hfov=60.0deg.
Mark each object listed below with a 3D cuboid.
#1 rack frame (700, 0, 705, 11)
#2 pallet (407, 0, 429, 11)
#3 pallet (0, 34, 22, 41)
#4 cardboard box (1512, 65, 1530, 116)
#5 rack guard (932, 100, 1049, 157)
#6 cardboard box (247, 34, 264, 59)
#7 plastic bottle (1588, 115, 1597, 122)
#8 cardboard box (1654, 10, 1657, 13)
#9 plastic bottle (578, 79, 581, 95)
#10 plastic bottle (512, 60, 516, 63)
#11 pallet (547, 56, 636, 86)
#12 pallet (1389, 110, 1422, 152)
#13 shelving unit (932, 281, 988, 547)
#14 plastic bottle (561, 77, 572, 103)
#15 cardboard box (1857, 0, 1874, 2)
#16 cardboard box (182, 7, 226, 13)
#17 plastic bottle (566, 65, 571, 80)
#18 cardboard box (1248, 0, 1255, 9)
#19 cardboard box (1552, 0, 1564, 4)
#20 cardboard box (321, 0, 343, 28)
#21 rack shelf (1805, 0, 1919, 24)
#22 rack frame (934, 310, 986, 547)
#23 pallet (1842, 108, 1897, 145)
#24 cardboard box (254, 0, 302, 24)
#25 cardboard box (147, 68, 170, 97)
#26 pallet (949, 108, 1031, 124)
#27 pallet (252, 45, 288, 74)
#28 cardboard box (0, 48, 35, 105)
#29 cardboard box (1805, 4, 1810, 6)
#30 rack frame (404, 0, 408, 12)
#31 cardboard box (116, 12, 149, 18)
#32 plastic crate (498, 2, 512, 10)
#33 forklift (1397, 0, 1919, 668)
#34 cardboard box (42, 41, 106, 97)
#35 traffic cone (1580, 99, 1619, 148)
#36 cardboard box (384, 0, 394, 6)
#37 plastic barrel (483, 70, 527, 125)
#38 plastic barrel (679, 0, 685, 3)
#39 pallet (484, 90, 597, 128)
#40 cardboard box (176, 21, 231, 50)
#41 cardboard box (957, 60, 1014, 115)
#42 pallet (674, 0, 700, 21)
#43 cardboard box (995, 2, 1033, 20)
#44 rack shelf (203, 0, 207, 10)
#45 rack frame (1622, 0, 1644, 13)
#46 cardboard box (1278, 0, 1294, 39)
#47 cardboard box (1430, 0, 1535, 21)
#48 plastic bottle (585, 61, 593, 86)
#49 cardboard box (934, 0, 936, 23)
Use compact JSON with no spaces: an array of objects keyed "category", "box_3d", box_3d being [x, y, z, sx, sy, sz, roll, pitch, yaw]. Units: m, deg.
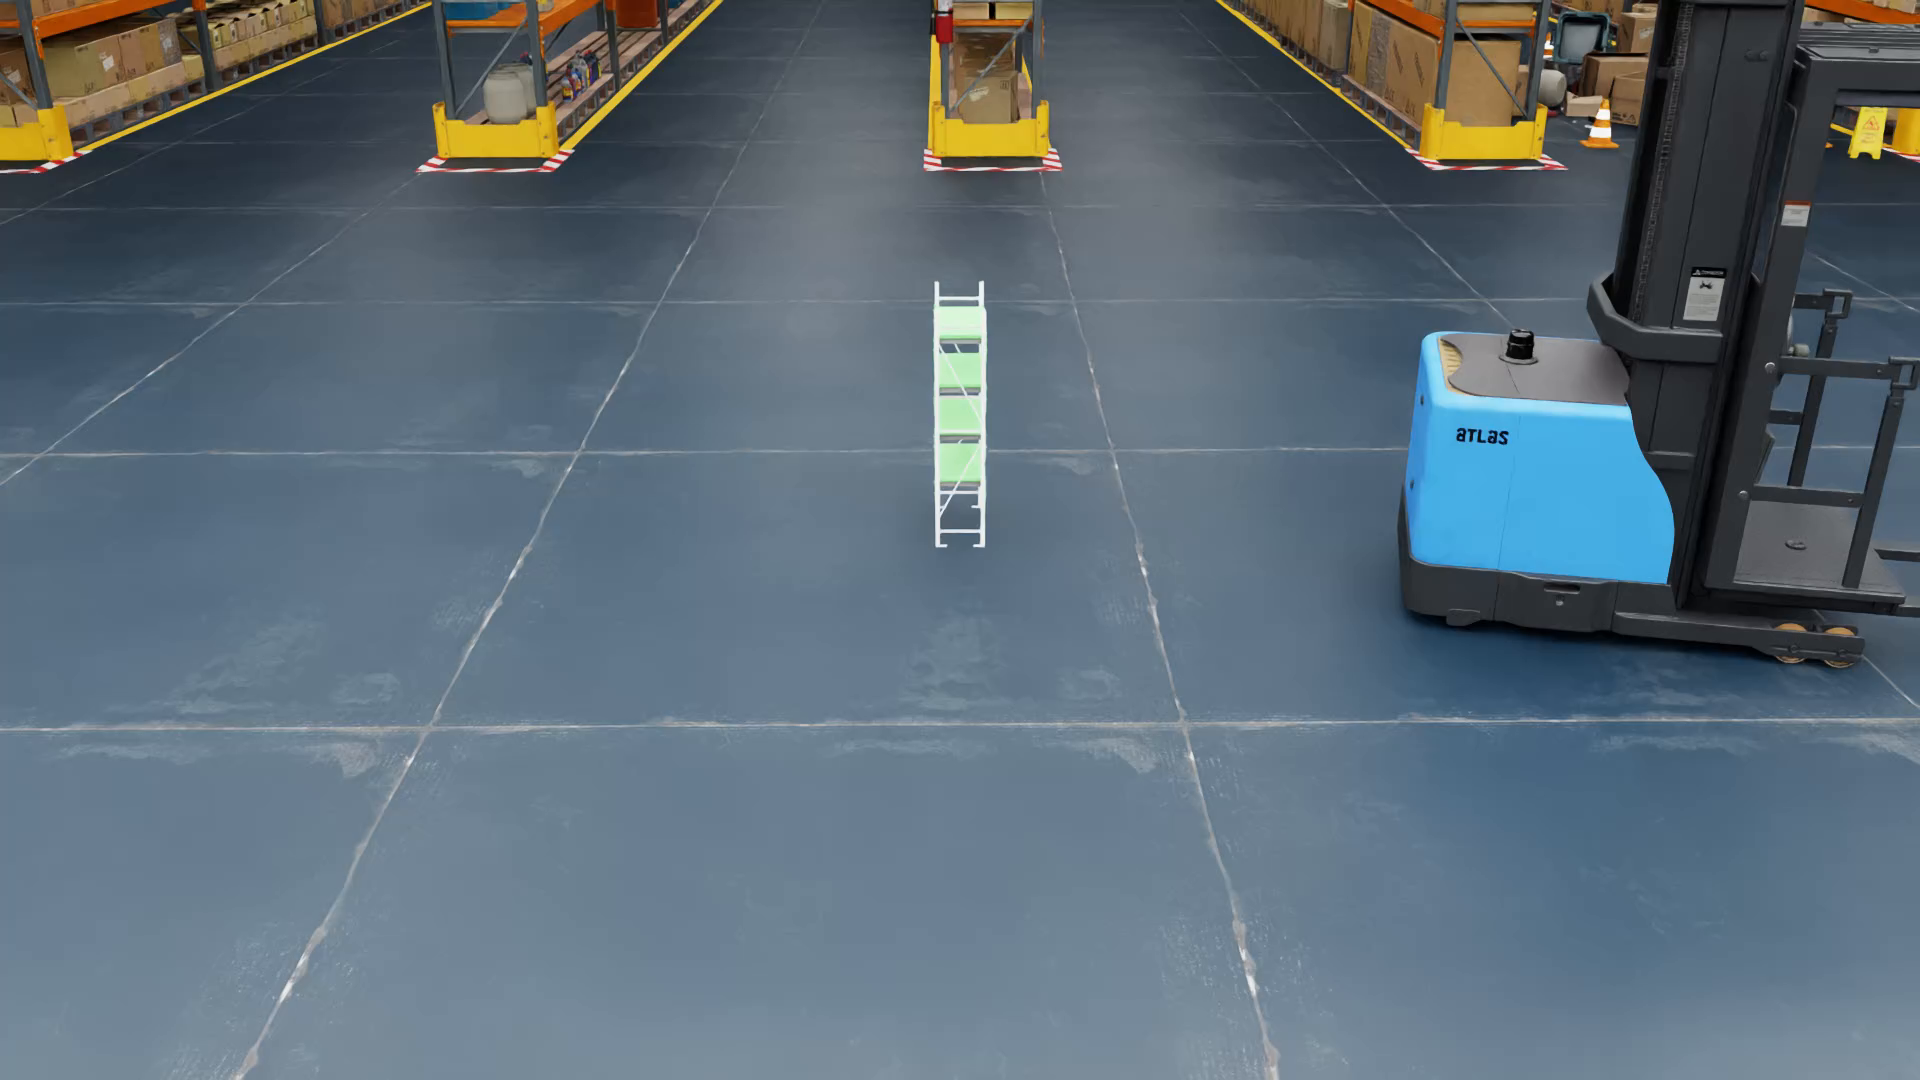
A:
[{"category":"rack frame","box_3d":[-4.777,-10.213,27.192,1.000,3.000,0.127,0,24,-1]},{"category":"pallet","box_3d":[-9.736,-9.205,28.346,1.003,0.211,1.213,0,24,-1]},{"category":"pallet","box_3d":[-14.573,-7.575,24.742,1.003,0.211,1.213,0,24,-1]},{"category":"cardboard box","box_3d":[6.267,-5.147,19.020,0.500,0.500,0.500,4,25,9]},{"category":"rack guard","box_3d":[0.306,-4.183,16.892,1.175,0.500,0.348,0,24,-1]},{"category":"cardboard box","box_3d":[-9.412,-6.426,21.645,0.500,0.250,0.500,-1,24,-2]},{"category":"plastic bottle","box_3d":[7.109,-4.697,18.560,0.133,0.061,0.283,-9,26,-19]},{"category":"cardboard box","box_3d":[10.141,-7.089,22.963,0.950,0.372,0.625,-1,24,-2]},{"category":"plastic bottle","box_3d":[-4.360,-5.166,18.893,0.097,0.201,0.097,0,24,0]},{"category":"plastic bottle","box_3d":[-5.089,-5.323,19.059,0.144,0.351,0.185,0,24,-1]},{"category":"pallet","box_3d":[-4.737,-5.969,21.193,1.003,0.211,1.213,0,24,-1]},{"category":"pallet","box_3d":[5.181,-4.330,17.567,1.003,0.211,1.213,0,24,-1]},{"category":"shelving unit","box_3d":[-0.002,-0.615,8.154,0.258,1.200,0.503,0,24,-1]},{"category":"plastic bottle","box_3d":[-4.354,-4.974,18.385,0.097,0.271,0.097,0,24,0]},{"category":"cardboard box","box_3d":[9.914,-5.901,17.961,0.380,0.149,0.250,-1,24,-1]},{"category":"cardboard box","box_3d":[-9.950,-6.883,21.974,0.500,0.311,0.500,-1,24,-1]},{"category":"plastic bottle","box_3d":[-4.497,-5.335,19.169,0.061,0.283,0.133,0,24,-1]},{"category":"cardboard box","box_3d":[4.887,-8.745,26.469,0.500,0.500,0.500,1,24,2]},{"category":"cardboard box","box_3d":[10.172,-9.248,27.126,0.875,0.875,0.875,0,24,1]},{"category":"cardboard box","box_3d":[-9.405,-7.794,24.343,0.500,0.500,0.500,1,24,2]},{"category":"rack shelf","box_3d":[10.195,-5.831,18.377,1.077,0.370,4.000,0,24,-1]},{"category":"rack frame","box_3d":[0.001,-0.514,7.931,0.240,1.200,0.015,0,24,-1]},{"category":"pallet","box_3d":[10.242,-4.431,17.791,1.003,0.211,1.213,0,24,-1]},{"category":"cardboard box","box_3d":[-9.422,-7.309,22.918,0.500,0.311,0.500,-1,24,-1]},{"category":"cardboard box","box_3d":[-9.403,-5.232,19.006,0.500,0.250,0.500,0,24,-1]},{"category":"pallet","box_3d":[0.333,-4.386,17.692,1.003,0.211,1.213,0,24,-1]},{"category":"pallet","box_3d":[-9.706,-6.433,22.217,1.003,0.211,1.213,0,24,-1]},{"category":"cardboard box","box_3d":[-9.902,-4.747,17.024,0.500,0.500,0.500,0,24,-1]},{"category":"cardboard box","box_3d":[9.851,-6.263,19.588,0.380,0.149,0.250,0,24,0]},{"category":"rack frame","box_3d":[-9.730,-10.192,27.146,1.000,3.000,0.127,0,24,-1]},{"category":"cardboard box","box_3d":[-9.950,-5.984,19.757,0.500,0.500,0.500,0,24,-1]},{"category":"plastic crate","box_3d":[-4.952,-5.673,17.334,0.499,0.251,0.408,0,24,-1]},{"category":"forklift","box_3d":[3.556,-1.033,6.978,3.031,2.935,1.130,5,25,11]},{"category":"cardboard box","box_3d":[-9.390,-4.956,17.484,0.500,0.500,0.500,0,24,-1]},{"category":"traffic cone","box_3d":[6.682,-4.341,17.286,0.336,0.463,0.334,0,24,-1]},{"category":"cardboard box","box_3d":[-9.441,-8.848,26.673,0.500,0.500,0.500,0,24,0]},{"category":"plastic barrel","box_3d":[-4.729,-4.597,17.283,0.421,0.512,0.421,0,24,0]},{"category":"plastic barrel","box_3d":[-4.788,-9.224,27.042,0.600,0.901,0.708,0,24,-1]},{"category":"pallet","box_3d":[-4.708,-4.865,18.751,1.003,0.211,1.213,0,24,-1]},{"category":"cardboard box","box_3d":[-9.398,-6.261,20.600,0.500,0.311,0.500,0,24,0]},{"category":"cardboard box","box_3d":[0.276,-4.847,17.850,0.500,0.500,0.500,6,25,13]},{"category":"pallet","box_3d":[-4.810,-8.624,27.063,1.003,0.211,1.213,0,24,-1]},{"category":"cardboard box","box_3d":[0.542,-5.295,16.621,0.380,0.149,0.250,0,24,-1]},{"category":"rack shelf","box_3d":[-9.664,-7.392,21.827,1.077,0.370,4.000,0,24,-1]},{"category":"rack frame","box_3d":[10.129,-8.632,23.695,1.000,3.000,0.127,0,24,-1]},{"category":"cardboard box","box_3d":[5.097,-7.483,23.375,1.050,0.750,0.750,-1,24,-1]},{"category":"cardboard box","box_3d":[5.218,-5.492,16.572,0.875,0.550,0.550,0,24,-1]},{"category":"plastic bottle","box_3d":[-4.349,-5.469,19.465,0.061,0.283,0.133,1,24,3]},{"category":"cardboard box","box_3d":[0.233,-8.095,24.577,1.225,0.875,0.875,-1,24,-3]}]
